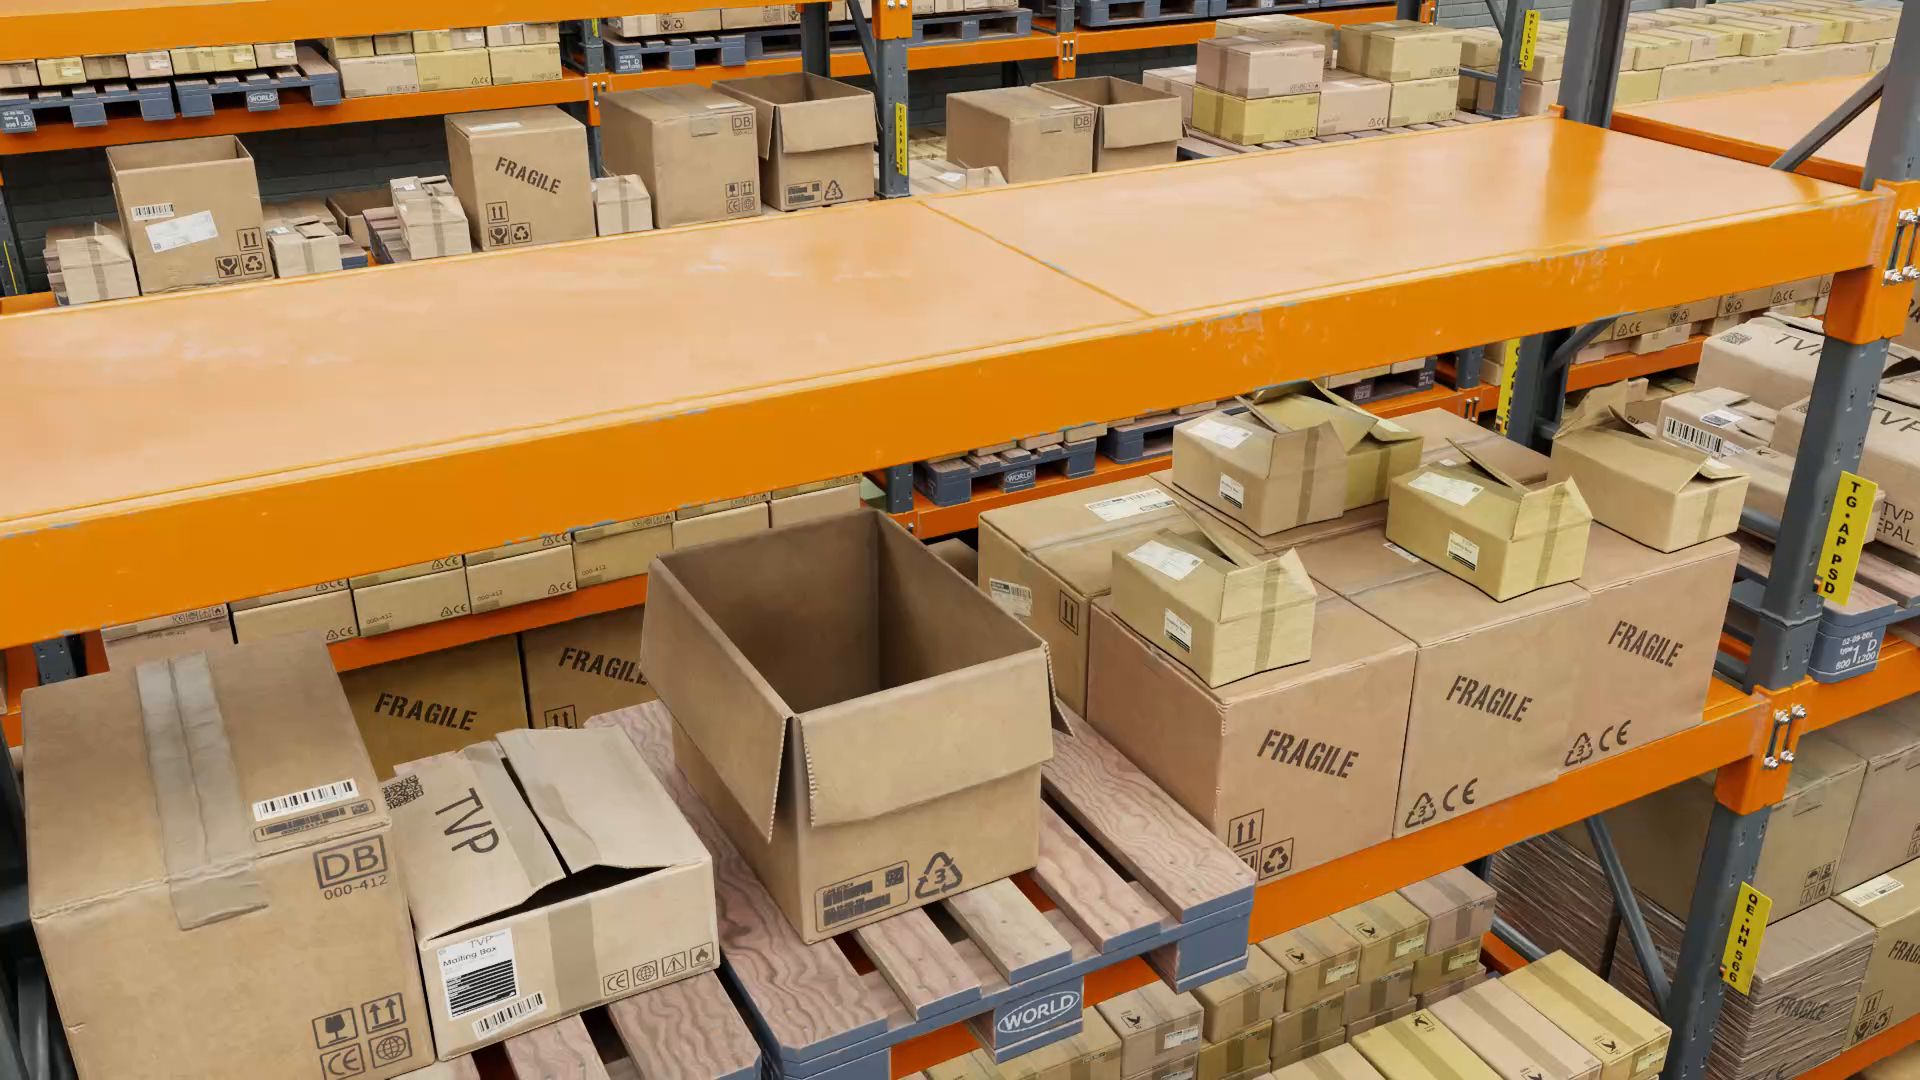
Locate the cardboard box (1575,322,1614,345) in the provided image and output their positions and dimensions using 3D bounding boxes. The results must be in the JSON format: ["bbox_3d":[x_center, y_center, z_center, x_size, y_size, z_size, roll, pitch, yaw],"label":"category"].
[{"bbox_3d":[3.949,-1.583,10.925,0.500,0.500,0.500,-13,29,-25],"label":"cardboard box"}]

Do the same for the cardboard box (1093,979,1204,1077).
[{"bbox_3d":[0.461,1.264,4.571,0.250,0.149,0.380,-12,28,-23],"label":"cardboard box"}]

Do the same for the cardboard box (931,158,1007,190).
[{"bbox_3d":[0.051,-1.838,8.604,0.258,0.266,0.396,-13,29,-25],"label":"cardboard box"}]

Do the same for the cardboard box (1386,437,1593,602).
[{"bbox_3d":[1.206,-0.076,3.779,0.258,0.266,0.396,-13,29,-25],"label":"cardboard box"}]

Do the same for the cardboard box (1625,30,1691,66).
[{"bbox_3d":[4.321,-3.075,10.395,0.250,0.149,0.380,-14,29,-27],"label":"cardboard box"}]

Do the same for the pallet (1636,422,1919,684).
[{"bbox_3d":[2.429,-0.044,4.930,1.003,0.211,1.213,-12,28,-23],"label":"pallet"}]

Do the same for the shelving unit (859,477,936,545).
[{"bbox_3d":[-0.589,-0.518,10.898,0.755,1.500,0.431,-14,29,-27],"label":"shelving unit"}]

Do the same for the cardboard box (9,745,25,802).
[{"bbox_3d":[-4.666,1.372,7.703,0.875,0.438,0.875,-13,29,-26],"label":"cardboard box"}]

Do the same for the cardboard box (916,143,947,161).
[{"bbox_3d":[-0.168,-3.194,13.875,0.250,0.149,0.380,-14,29,-27],"label":"cardboard box"}]

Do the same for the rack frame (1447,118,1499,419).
[{"bbox_3d":[2.997,-1.310,10.814,0.127,3.000,1.000,-13,29,-25],"label":"rack frame"}]

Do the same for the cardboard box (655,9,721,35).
[{"bbox_3d":[-2.117,-4.076,12.394,0.500,0.500,0.500,-13,28,-25],"label":"cardboard box"}]

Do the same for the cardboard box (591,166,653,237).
[{"bbox_3d":[-1.583,-1.562,7.544,0.258,0.266,0.396,-14,29,-26],"label":"cardboard box"}]

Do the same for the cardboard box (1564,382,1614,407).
[{"bbox_3d":[4.236,-1.015,11.276,0.250,0.149,0.380,-12,28,-23],"label":"cardboard box"}]

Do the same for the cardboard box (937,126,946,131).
[{"bbox_3d":[-0.014,-3.518,14.548,0.250,0.149,0.380,-14,29,-27],"label":"cardboard box"}]

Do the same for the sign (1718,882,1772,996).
[{"bbox_3d":[2.150,1.094,4.562,0.005,0.325,0.100,-13,29,-25],"label":"sign"}]

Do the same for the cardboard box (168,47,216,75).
[{"bbox_3d":[-5.050,-3.166,10.906,0.250,0.149,0.380,-13,29,-26],"label":"cardboard box"}]

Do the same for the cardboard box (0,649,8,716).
[{"bbox_3d":[-4.351,0.467,6.999,0.500,0.500,0.500,-13,28,-25],"label":"cardboard box"}]

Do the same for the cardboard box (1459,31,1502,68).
[{"bbox_3d":[3.174,-3.056,10.355,0.250,0.149,0.380,-12,28,-24],"label":"cardboard box"}]

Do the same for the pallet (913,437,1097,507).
[{"bbox_3d":[0.046,-0.594,9.546,1.003,0.211,1.213,-13,29,-25],"label":"pallet"}]

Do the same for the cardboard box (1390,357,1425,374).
[{"bbox_3d":[2.673,-1.176,10.340,0.250,0.149,0.380,-13,28,-24],"label":"cardboard box"}]

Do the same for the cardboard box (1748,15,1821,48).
[{"bbox_3d":[5.438,-3.365,10.999,0.250,0.149,0.380,-13,29,-25],"label":"cardboard box"}]

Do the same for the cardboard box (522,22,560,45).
[{"bbox_3d":[-3.071,-3.690,12.019,0.250,0.149,0.380,-12,28,-24],"label":"cardboard box"}]

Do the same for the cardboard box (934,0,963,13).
[{"bbox_3d":[-0.169,-4.338,13.346,0.250,0.149,0.380,-13,29,-25],"label":"cardboard box"}]

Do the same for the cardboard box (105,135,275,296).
[{"bbox_3d":[-3.148,-1.336,6.802,0.500,0.500,0.500,-14,29,-26],"label":"cardboard box"}]

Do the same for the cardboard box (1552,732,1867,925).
[{"bbox_3d":[2.287,0.791,5.167,0.500,0.500,0.700,-13,29,-25],"label":"cardboard box"}]

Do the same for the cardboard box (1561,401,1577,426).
[{"bbox_3d":[4.112,-0.728,11.428,0.500,0.500,0.500,-12,28,-23],"label":"cardboard box"}]

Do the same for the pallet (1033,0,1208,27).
[{"bbox_3d":[1.399,-4.700,14.513,1.213,0.211,1.003,-13,29,-25],"label":"pallet"}]

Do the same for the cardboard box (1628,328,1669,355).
[{"bbox_3d":[4.559,-1.395,11.282,0.250,0.149,0.380,-13,28,-25],"label":"cardboard box"}]

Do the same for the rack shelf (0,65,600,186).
[{"bbox_3d":[-4.636,-3.010,11.722,4.000,0.370,1.077,-13,29,-25],"label":"rack shelf"}]

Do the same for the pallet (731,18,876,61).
[{"bbox_3d":[-1.329,-4.058,13.292,1.213,0.211,1.003,-12,28,-23],"label":"pallet"}]

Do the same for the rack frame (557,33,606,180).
[{"bbox_3d":[-2.871,-2.390,13.064,0.127,3.000,1.000,-13,29,-25],"label":"rack frame"}]

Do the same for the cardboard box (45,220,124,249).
[{"bbox_3d":[-5.869,-1.823,11.282,0.500,0.500,0.700,-12,28,-24],"label":"cardboard box"}]

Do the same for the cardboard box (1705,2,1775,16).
[{"bbox_3d":[5.396,-3.621,11.531,0.250,0.149,0.380,-13,29,-25],"label":"cardboard box"}]

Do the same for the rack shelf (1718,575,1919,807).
[{"bbox_3d":[3.651,-0.060,5.578,4.000,0.370,1.077,-13,29,-25],"label":"rack shelf"}]

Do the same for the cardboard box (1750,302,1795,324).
[{"bbox_3d":[5.677,-1.651,11.816,0.250,0.149,0.380,-12,28,-24],"label":"cardboard box"}]

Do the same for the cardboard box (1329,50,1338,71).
[{"bbox_3d":[2.293,-2.818,10.178,0.500,0.250,0.500,-14,29,-26],"label":"cardboard box"}]

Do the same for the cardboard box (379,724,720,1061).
[{"bbox_3d":[-0.768,0.589,3.012,0.500,0.311,0.500,-13,29,-26],"label":"cardboard box"}]

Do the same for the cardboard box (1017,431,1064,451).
[{"bbox_3d":[0.370,-0.649,9.244,0.250,0.149,0.380,-15,29,-28],"label":"cardboard box"}]

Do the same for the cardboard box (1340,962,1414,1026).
[{"bbox_3d":[1.127,1.243,4.960,0.250,0.149,0.380,-12,28,-23],"label":"cardboard box"}]

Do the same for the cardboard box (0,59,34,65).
[{"bbox_3d":[-5.931,-3.076,10.373,0.250,0.149,0.380,-12,28,-24],"label":"cardboard box"}]

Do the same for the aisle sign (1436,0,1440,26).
[{"bbox_3d":[4.384,-5.092,15.689,0.004,0.787,0.394,-13,29,-25],"label":"aisle sign"}]

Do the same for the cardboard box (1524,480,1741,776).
[{"bbox_3d":[1.502,0.191,4.108,0.500,0.500,0.500,-13,29,-25],"label":"cardboard box"}]

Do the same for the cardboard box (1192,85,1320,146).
[{"bbox_3d":[1.651,-2.405,9.318,0.500,0.250,0.500,-13,28,-24],"label":"cardboard box"}]

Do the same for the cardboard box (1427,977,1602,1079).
[{"bbox_3d":[1.447,1.356,4.380,0.250,0.149,0.380,-13,29,-26],"label":"cardboard box"}]

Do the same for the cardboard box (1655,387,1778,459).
[{"bbox_3d":[2.311,-0.312,4.941,0.250,0.166,0.380,-13,29,-25],"label":"cardboard box"}]

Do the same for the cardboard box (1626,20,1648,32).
[{"bbox_3d":[4.287,-3.346,10.959,0.250,0.149,0.380,-13,28,-25],"label":"cardboard box"}]

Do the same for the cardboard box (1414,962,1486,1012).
[{"bbox_3d":[1.396,1.313,5.157,0.250,0.149,0.380,-13,29,-26],"label":"cardboard box"}]

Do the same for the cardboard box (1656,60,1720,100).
[{"bbox_3d":[4.413,-2.919,10.530,0.500,0.250,0.500,-13,28,-25],"label":"cardboard box"}]

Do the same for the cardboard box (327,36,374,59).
[{"bbox_3d":[-4.219,-3.438,11.494,0.250,0.149,0.380,-12,28,-24],"label":"cardboard box"}]

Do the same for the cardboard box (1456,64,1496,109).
[{"bbox_3d":[3.261,-2.921,10.535,0.500,0.250,0.500,-13,29,-26],"label":"cardboard box"}]

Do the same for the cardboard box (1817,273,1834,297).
[{"bbox_3d":[6.177,-2.088,11.976,0.500,0.500,0.500,-14,29,-26],"label":"cardboard box"}]

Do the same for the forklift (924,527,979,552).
[{"bbox_3d":[1.006,-1.613,11.526,3.031,2.935,1.130,-14,29,-27],"label":"forklift"}]

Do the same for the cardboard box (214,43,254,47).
[{"bbox_3d":[-4.826,-3.365,10.975,0.250,0.149,0.380,-13,28,-25],"label":"cardboard box"}]

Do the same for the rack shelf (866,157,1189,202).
[{"bbox_3d":[1.232,-1.930,9.472,4.000,0.370,1.077,-13,29,-25],"label":"rack shelf"}]

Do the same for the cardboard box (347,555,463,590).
[{"bbox_3d":[-2.636,-0.030,7.744,0.500,0.250,0.500,-13,28,-24],"label":"cardboard box"}]

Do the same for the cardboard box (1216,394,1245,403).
[{"bbox_3d":[1.485,-0.959,9.889,0.250,0.149,0.380,-14,29,-27],"label":"cardboard box"}]

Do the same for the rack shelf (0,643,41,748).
[{"bbox_3d":[-5.826,1.051,6.728,4.000,0.370,1.077,-13,29,-25],"label":"rack shelf"}]

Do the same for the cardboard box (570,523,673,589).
[{"bbox_3d":[-1.752,-0.019,8.299,0.500,0.250,0.500,-13,29,-26],"label":"cardboard box"}]
